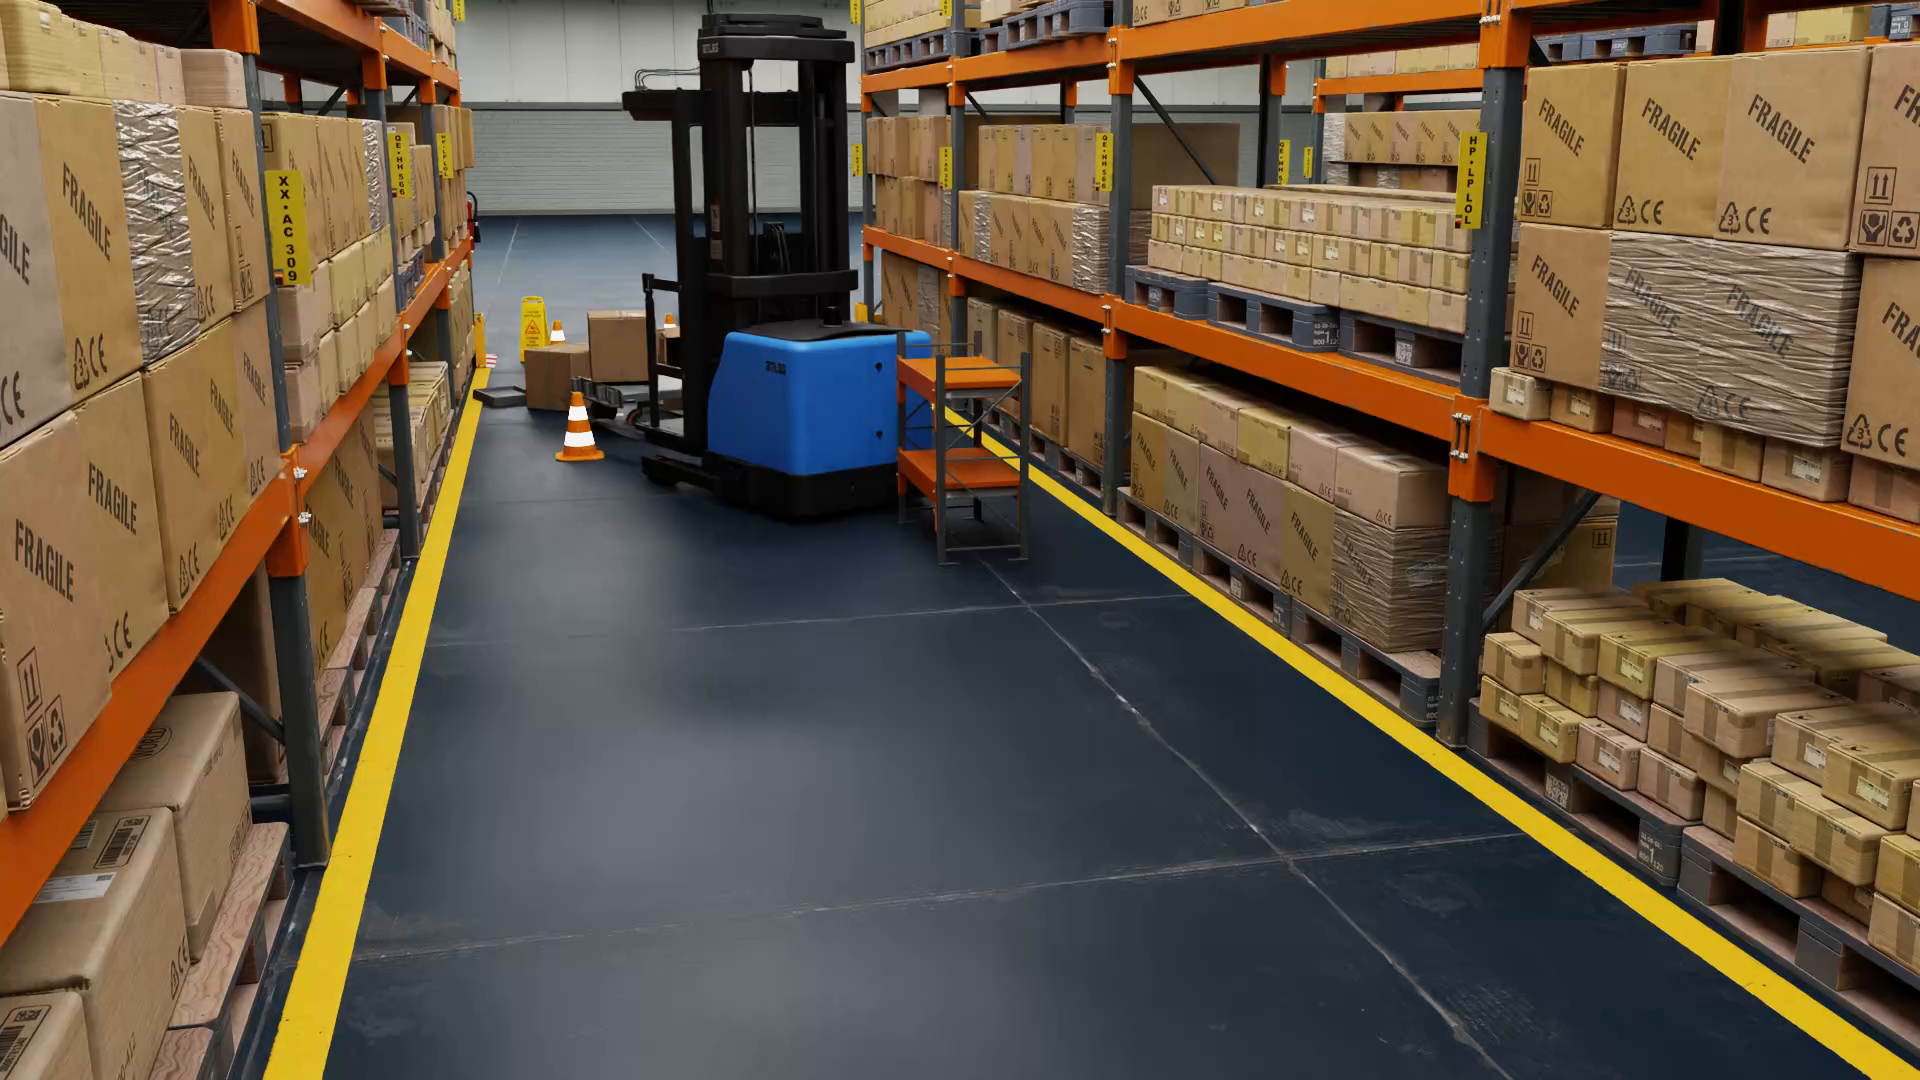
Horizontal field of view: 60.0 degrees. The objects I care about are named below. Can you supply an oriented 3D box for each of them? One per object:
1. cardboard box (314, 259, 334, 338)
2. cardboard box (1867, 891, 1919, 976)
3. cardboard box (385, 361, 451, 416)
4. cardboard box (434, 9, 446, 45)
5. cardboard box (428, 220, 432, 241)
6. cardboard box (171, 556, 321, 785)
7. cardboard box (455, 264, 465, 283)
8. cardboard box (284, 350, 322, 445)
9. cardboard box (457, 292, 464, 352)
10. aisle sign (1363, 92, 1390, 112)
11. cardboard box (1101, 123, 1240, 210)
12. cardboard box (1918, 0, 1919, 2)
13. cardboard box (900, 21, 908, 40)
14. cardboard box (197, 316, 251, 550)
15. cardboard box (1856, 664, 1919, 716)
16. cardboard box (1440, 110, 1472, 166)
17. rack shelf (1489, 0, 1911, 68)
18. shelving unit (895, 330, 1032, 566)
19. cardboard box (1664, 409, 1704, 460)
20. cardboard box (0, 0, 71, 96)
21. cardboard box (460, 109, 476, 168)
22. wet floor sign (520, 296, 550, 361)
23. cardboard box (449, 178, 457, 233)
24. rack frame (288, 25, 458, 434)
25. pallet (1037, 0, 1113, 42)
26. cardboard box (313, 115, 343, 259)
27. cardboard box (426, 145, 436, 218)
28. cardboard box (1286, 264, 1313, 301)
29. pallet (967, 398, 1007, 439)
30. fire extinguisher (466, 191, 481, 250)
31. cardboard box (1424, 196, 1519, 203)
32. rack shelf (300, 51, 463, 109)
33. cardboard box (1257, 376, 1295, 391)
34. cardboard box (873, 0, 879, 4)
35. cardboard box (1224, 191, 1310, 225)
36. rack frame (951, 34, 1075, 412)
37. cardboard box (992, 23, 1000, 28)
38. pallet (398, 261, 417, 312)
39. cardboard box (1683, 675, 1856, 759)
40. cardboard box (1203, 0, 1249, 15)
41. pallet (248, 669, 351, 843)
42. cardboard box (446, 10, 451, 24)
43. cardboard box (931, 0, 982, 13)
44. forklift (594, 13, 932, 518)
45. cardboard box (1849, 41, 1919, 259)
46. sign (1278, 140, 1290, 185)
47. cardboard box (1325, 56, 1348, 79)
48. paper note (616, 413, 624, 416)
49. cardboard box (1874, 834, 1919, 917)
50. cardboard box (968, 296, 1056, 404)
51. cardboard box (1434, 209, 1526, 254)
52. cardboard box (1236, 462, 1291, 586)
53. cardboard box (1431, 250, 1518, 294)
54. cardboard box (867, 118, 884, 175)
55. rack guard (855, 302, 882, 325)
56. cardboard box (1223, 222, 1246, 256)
[{"bbox_3d":[-2.462,-0.818,5.719,0.500,0.250,0.500,-3,14,-12],"label":"cardboard box"},{"bbox_3d":[2.545,0.987,4.189,0.380,0.149,0.250,-3,14,-12],"label":"cardboard box"},{"bbox_3d":[-4.236,-1.065,12.117,0.950,0.372,0.625,-3,14,-12],"label":"cardboard box"},{"bbox_3d":[-4.434,-4.138,13.415,0.500,0.250,0.500,-3,14,-13],"label":"cardboard box"},{"bbox_3d":[-3.832,-2.117,11.418,0.380,0.149,0.250,-4,14,-14],"label":"cardboard box"},{"bbox_3d":[-2.706,0.277,5.565,0.875,0.875,0.875,-3,14,-11],"label":"cardboard box"},{"bbox_3d":[-4.592,-2.358,14.721,0.380,0.149,0.250,-3,14,-11],"label":"cardboard box"},{"bbox_3d":[-2.330,-0.456,5.289,0.500,0.250,0.500,-4,14,-14],"label":"cardboard box"},{"bbox_3d":[-4.375,-1.765,13.658,0.500,0.500,0.500,-3,14,-11],"label":"cardboard box"},{"bbox_3d":[4.609,-5.027,18.206,0.394,0.787,0.004,-3,14,-13],"label":"aisle sign"},{"bbox_3d":[1.270,-2.273,10.093,0.700,0.500,0.500,-3,14,-13],"label":"cardboard box"},{"bbox_3d":[6.350,-3.759,10.908,0.500,0.500,0.500,-3,14,-13],"label":"cardboard box"},{"bbox_3d":[-0.329,-4.563,14.898,0.380,0.149,0.250,-3,14,-13],"label":"cardboard box"},{"bbox_3d":[-1.999,-0.250,3.919,0.500,0.500,0.500,-4,14,-15],"label":"cardboard box"},{"bbox_3d":[2.944,0.483,4.998,0.380,0.149,0.250,-4,14,-16],"label":"cardboard box"},{"bbox_3d":[4.779,-3.693,15.278,0.500,0.500,0.500,-3,14,-13],"label":"cardboard box"},{"bbox_3d":[2.775,-1.358,3.861,1.077,0.370,4.000,-3,14,-13],"label":"rack shelf"},{"bbox_3d":[0.002,-0.545,9.287,0.538,1.125,1.048,-3,14,-13],"label":"shelving unit"},{"bbox_3d":[2.358,-0.329,4.983,0.380,0.149,0.250,-4,14,-16],"label":"cardboard box"},{"bbox_3d":[-1.681,-0.797,2.683,0.380,0.149,0.250,-4,14,-15],"label":"cardboard box"},{"bbox_3d":[-4.638,-3.525,14.590,0.700,0.500,0.500,-3,14,-14],"label":"cardboard box"},{"bbox_3d":[-4.306,-2.141,16.829,0.267,0.644,0.232,2,14,6],"label":"wet floor sign"},{"bbox_3d":[-4.440,-2.799,13.727,0.500,0.500,0.500,-3,14,-14],"label":"cardboard box"},{"bbox_3d":[-4.362,-2.258,12.349,1.000,3.000,0.127,-3,14,-13],"label":"rack frame"},{"bbox_3d":[1.163,-3.145,10.059,1.213,0.211,1.003,-3,14,-11],"label":"pallet"},{"bbox_3d":[-2.568,-1.296,6.094,0.500,0.500,0.500,-4,14,-15],"label":"cardboard box"},{"bbox_3d":[-4.030,-2.561,11.868,0.500,0.500,0.500,-4,14,-14],"label":"cardboard box"},{"bbox_3d":[1.710,-1.175,7.559,0.380,0.149,0.250,-3,14,-11],"label":"cardboard box"},{"bbox_3d":[0.681,-1.029,13.194,1.003,0.211,1.213,-3,14,-13],"label":"pallet"},{"bbox_3d":[-4.880,-3.195,16.349,0.296,0.674,0.183,-3,14,-13],"label":"fire extinguisher"},{"bbox_3d":[2.355,-1.497,7.627,0.380,0.149,0.250,-3,14,-11],"label":"cardboard box"},{"bbox_3d":[-4.831,-3.827,13.967,1.077,0.370,4.000,-3,14,-13],"label":"rack shelf"},{"bbox_3d":[1.910,-0.729,8.894,0.500,0.250,0.500,-3,14,-12],"label":"cardboard box"},{"bbox_3d":[-0.626,-5.243,16.002,0.380,0.149,0.250,-3,14,-14],"label":"cardboard box"},{"bbox_3d":[1.532,-1.646,8.235,0.380,0.149,0.250,-3,14,-11],"label":"cardboard box"},{"bbox_3d":[0.426,-2.557,13.574,1.000,3.000,0.127,-3,14,-13],"label":"rack frame"},{"bbox_3d":[0.493,-4.423,14.324,0.380,0.149,0.250,-4,14,-14],"label":"cardboard box"},{"bbox_3d":[-3.693,-1.401,9.244,1.213,0.211,1.003,-3,14,-13],"label":"pallet"},{"bbox_3d":[2.363,0.516,4.864,0.380,0.149,0.250,-3,14,-12],"label":"cardboard box"},{"bbox_3d":[1.488,-2.764,7.888,0.500,0.500,0.500,-3,14,-13],"label":"cardboard box"},{"bbox_3d":[-2.737,0.768,5.838,1.003,0.211,1.213,-3,14,-13],"label":"pallet"},{"bbox_3d":[-4.935,-4.842,15.453,0.380,0.149,0.250,-3,14,-13],"label":"cardboard box"},{"bbox_3d":[0.061,-4.438,13.545,0.500,0.250,0.500,-3,14,-14],"label":"cardboard box"},{"bbox_3d":[-1.459,-1.845,10.802,1.130,2.935,3.031,-11,17,-37],"label":"forklift"},{"bbox_3d":[2.518,-0.918,3.919,0.500,0.500,0.500,-4,14,-15],"label":"cardboard box"},{"bbox_3d":[1.891,-2.191,9.802,0.100,0.325,0.005,-3,14,-13],"label":"sign"},{"bbox_3d":[4.194,-4.992,17.535,0.500,0.250,0.500,-3,14,-12],"label":"cardboard box"},{"bbox_3d":[-2.828,-1.033,13.591,0.148,0.019,0.142,-3,14,-13],"label":"paper note"},{"bbox_3d":[2.543,0.843,4.152,0.380,0.149,0.250,-3,14,-10],"label":"cardboard box"},{"bbox_3d":[0.659,-1.530,13.226,1.050,0.750,0.750,-3,14,-13],"label":"cardboard box"},{"bbox_3d":[2.021,-1.164,6.264,0.380,0.149,0.250,-3,14,-11],"label":"cardboard box"},{"bbox_3d":[1.650,-0.095,7.878,0.500,0.500,0.500,-4,14,-14],"label":"cardboard box"},{"bbox_3d":[2.020,-1.019,6.295,0.380,0.149,0.250,-3,14,-11],"label":"cardboard box"},{"bbox_3d":[-0.464,-3.990,16.846,0.875,0.550,0.550,-3,14,-13],"label":"cardboard box"},{"bbox_3d":[-0.519,-2.271,17.670,1.175,0.500,0.348,-3,14,-13],"label":"rack guard"},{"bbox_3d":[1.533,-1.499,8.259,0.380,0.149,0.250,-3,14,-13],"label":"cardboard box"}]
